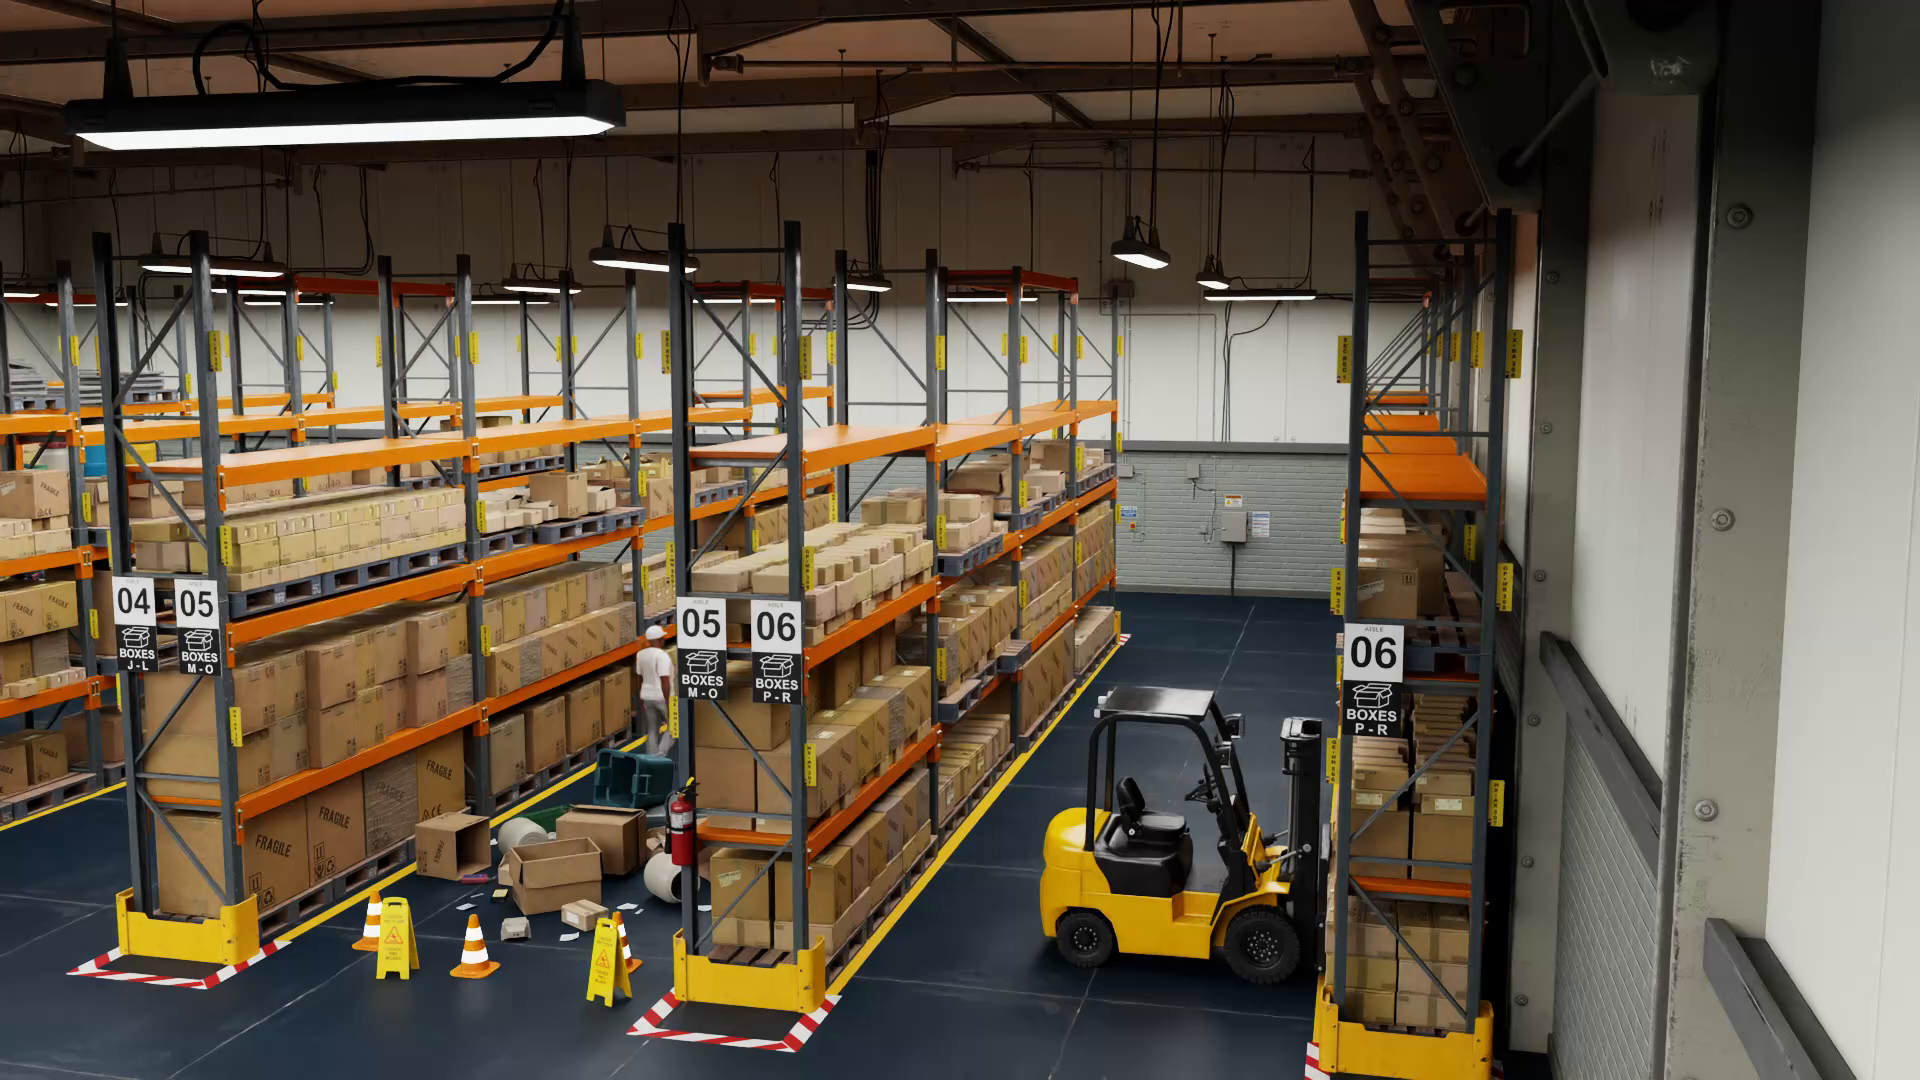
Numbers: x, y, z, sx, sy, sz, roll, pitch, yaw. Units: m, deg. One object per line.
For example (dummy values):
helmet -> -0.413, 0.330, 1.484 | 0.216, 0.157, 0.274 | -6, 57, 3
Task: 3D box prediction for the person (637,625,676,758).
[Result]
person -> -3.605, 1.858, 19.707 | 0.495, 1.694, 0.457 | 3, 8, 24
